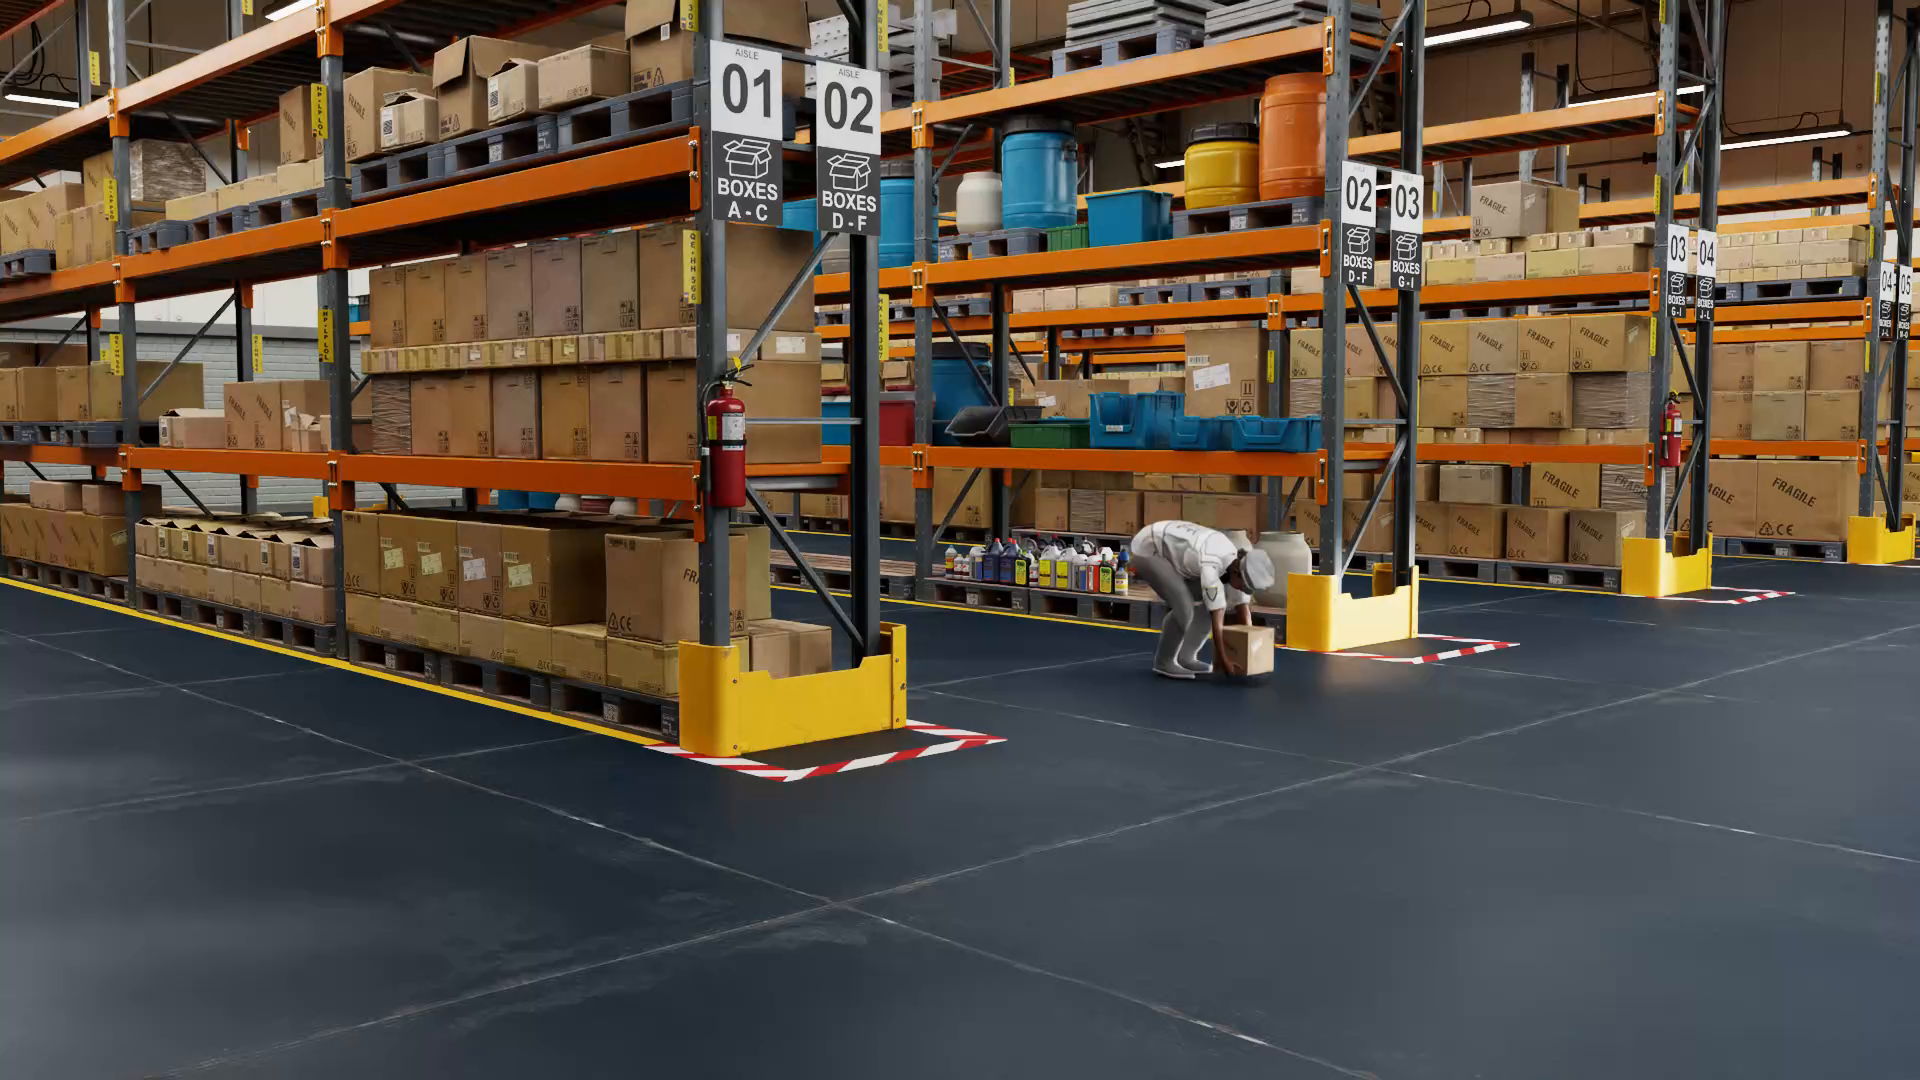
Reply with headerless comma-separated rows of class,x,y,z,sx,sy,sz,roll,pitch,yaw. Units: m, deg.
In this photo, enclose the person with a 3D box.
person,1.430,0.354,9.797,0.907,0.922,0.456,4,6,43
